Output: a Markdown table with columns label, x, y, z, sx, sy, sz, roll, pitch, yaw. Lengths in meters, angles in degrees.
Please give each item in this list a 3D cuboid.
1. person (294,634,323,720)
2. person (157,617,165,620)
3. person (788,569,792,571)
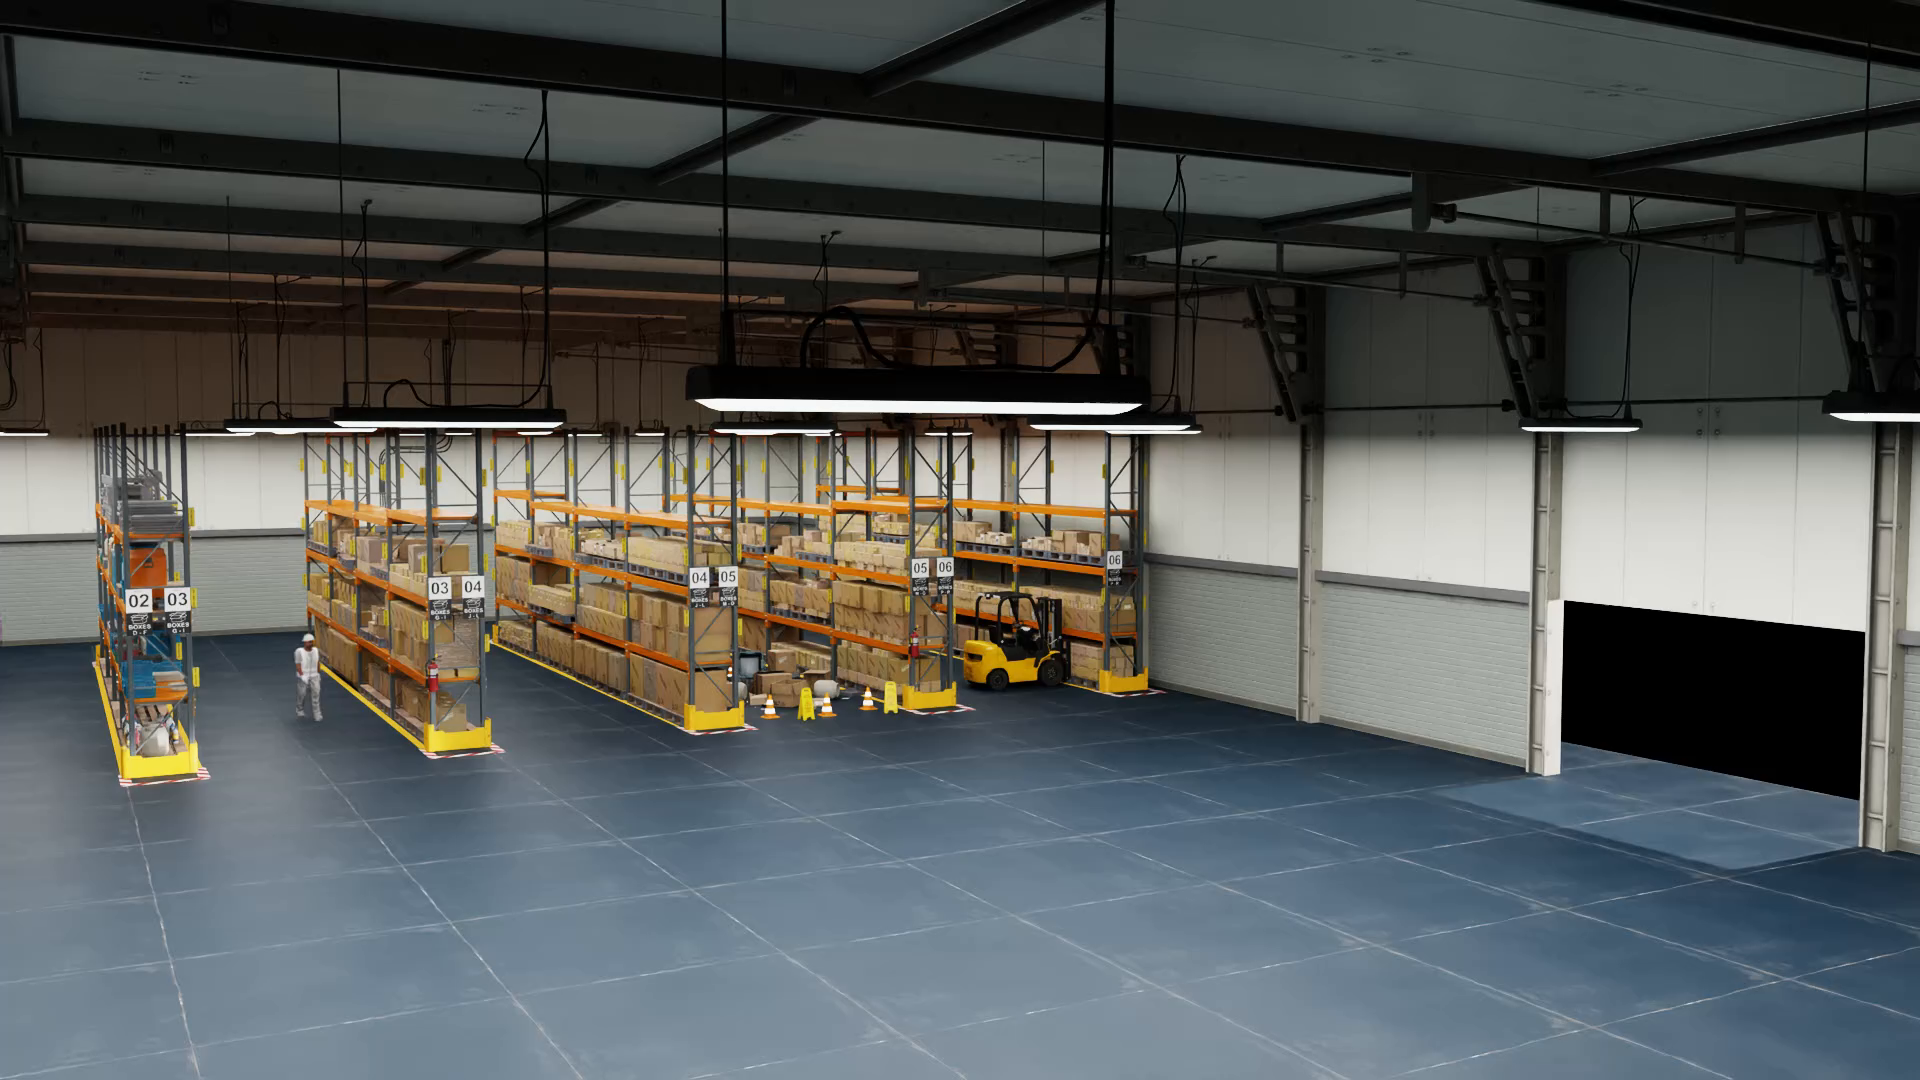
| label | x | y | z | sx | sy | sz | roll | pitch | yaw |
| --- | --- | --- | --- | --- | --- | --- | --- | --- | --- |
| person | -13.268 | 2.784 | 33.956 | 0.574 | 1.724 | 0.995 | -3 | 5 | -44 |
| person | -21.073 | 2.157 | 43.848 | 0.503 | 1.789 | 0.582 | -2 | 4 | -29 |
| person | -5.387 | 1.717 | 53.081 | 0.414 | 1.582 | 0.761 | 3 | 5 | 41 |
